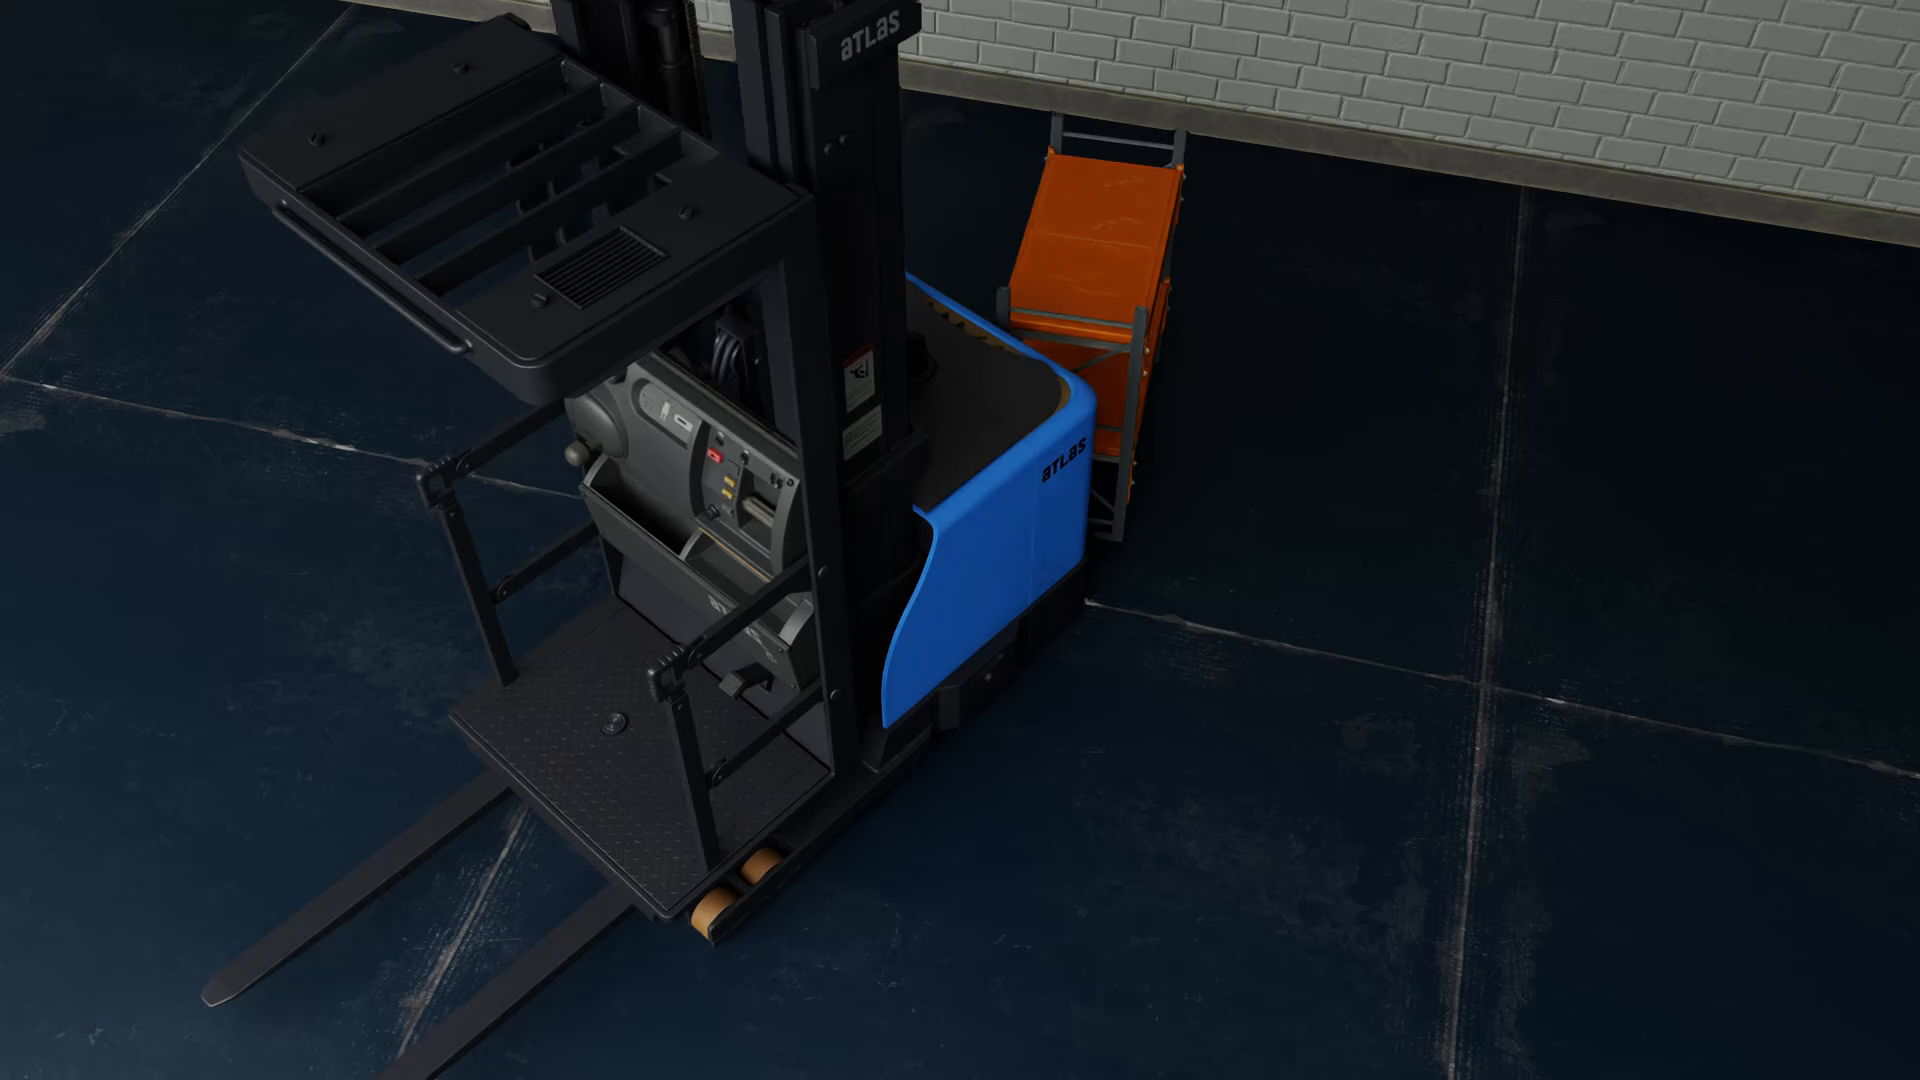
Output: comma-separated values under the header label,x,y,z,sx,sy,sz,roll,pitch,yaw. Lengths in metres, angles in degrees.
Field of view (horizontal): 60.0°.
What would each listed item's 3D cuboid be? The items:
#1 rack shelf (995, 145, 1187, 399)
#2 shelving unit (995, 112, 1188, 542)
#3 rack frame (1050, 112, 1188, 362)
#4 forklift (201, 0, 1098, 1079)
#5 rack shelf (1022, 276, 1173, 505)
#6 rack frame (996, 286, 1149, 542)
label,x,y,z,sx,sy,sz,roll,pitch,yaw
rack shelf,0.477,-0.982,5.976,0.538,0.278,1.000,9,49,8
shelving unit,0.477,-0.788,6.195,0.538,1.125,1.048,9,49,8
rack frame,0.585,-1.161,6.524,0.500,1.125,0.032,9,49,8
forklift,-0.919,-0.172,4.447,1.130,2.935,3.031,35,57,27
rack shelf,0.477,-0.626,6.379,0.538,0.278,1.000,9,49,8
rack frame,0.368,-0.416,5.867,0.500,1.125,0.032,9,49,8
